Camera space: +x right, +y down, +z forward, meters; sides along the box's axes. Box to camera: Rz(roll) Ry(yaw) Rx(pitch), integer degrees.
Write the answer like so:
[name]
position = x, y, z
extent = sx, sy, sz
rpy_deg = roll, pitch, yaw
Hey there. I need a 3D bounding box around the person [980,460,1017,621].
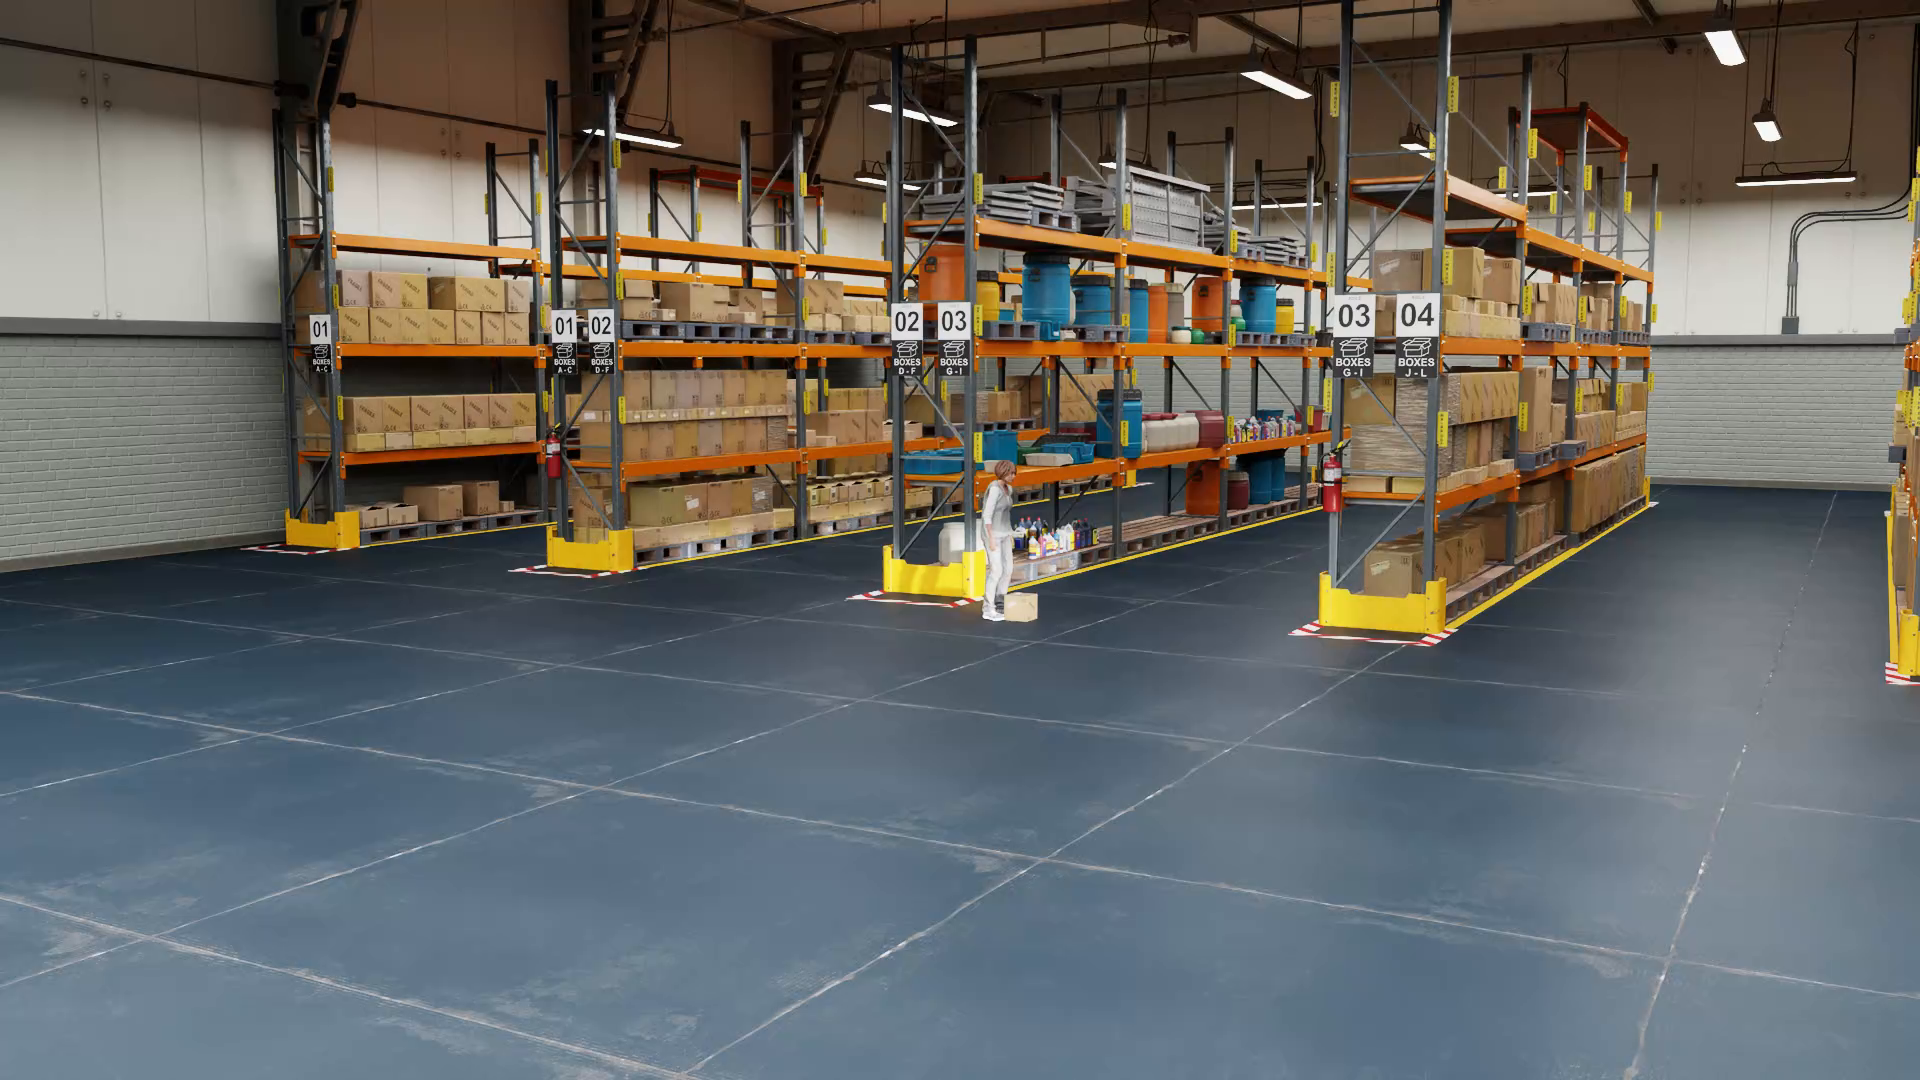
[person]
position = 0.399, -0.003, 16.650
extent = 0.366, 1.581, 0.466
rpy_deg = 3, 7, 28
